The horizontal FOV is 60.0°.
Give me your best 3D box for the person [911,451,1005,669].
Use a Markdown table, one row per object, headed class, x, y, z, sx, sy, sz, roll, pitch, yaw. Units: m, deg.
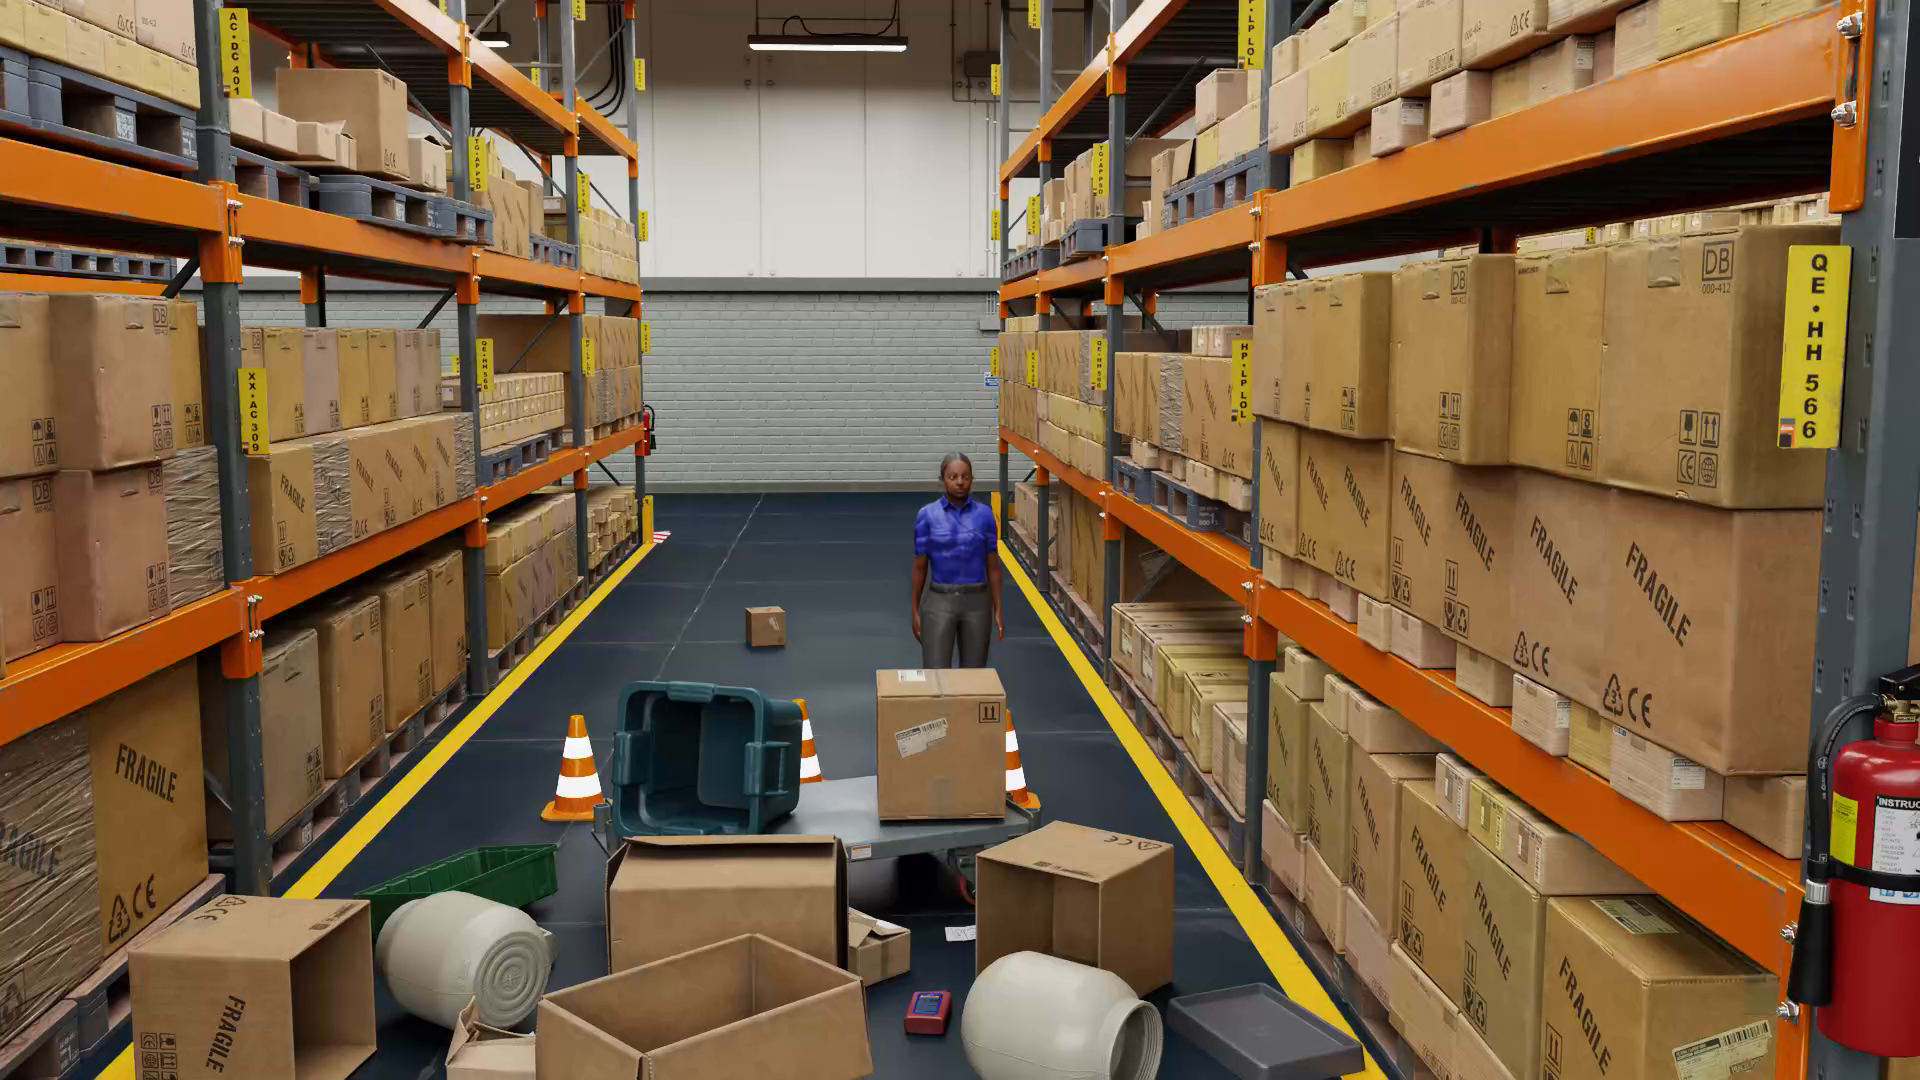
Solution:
| class | x | y | z | sx | sy | sz | roll | pitch | yaw |
| --- | --- | --- | --- | --- | --- | --- | --- | --- | --- |
| person | -0.003 | 0.410 | 8.537 | 0.467 | 1.722 | 0.395 | -1 | 7 | -12 |
